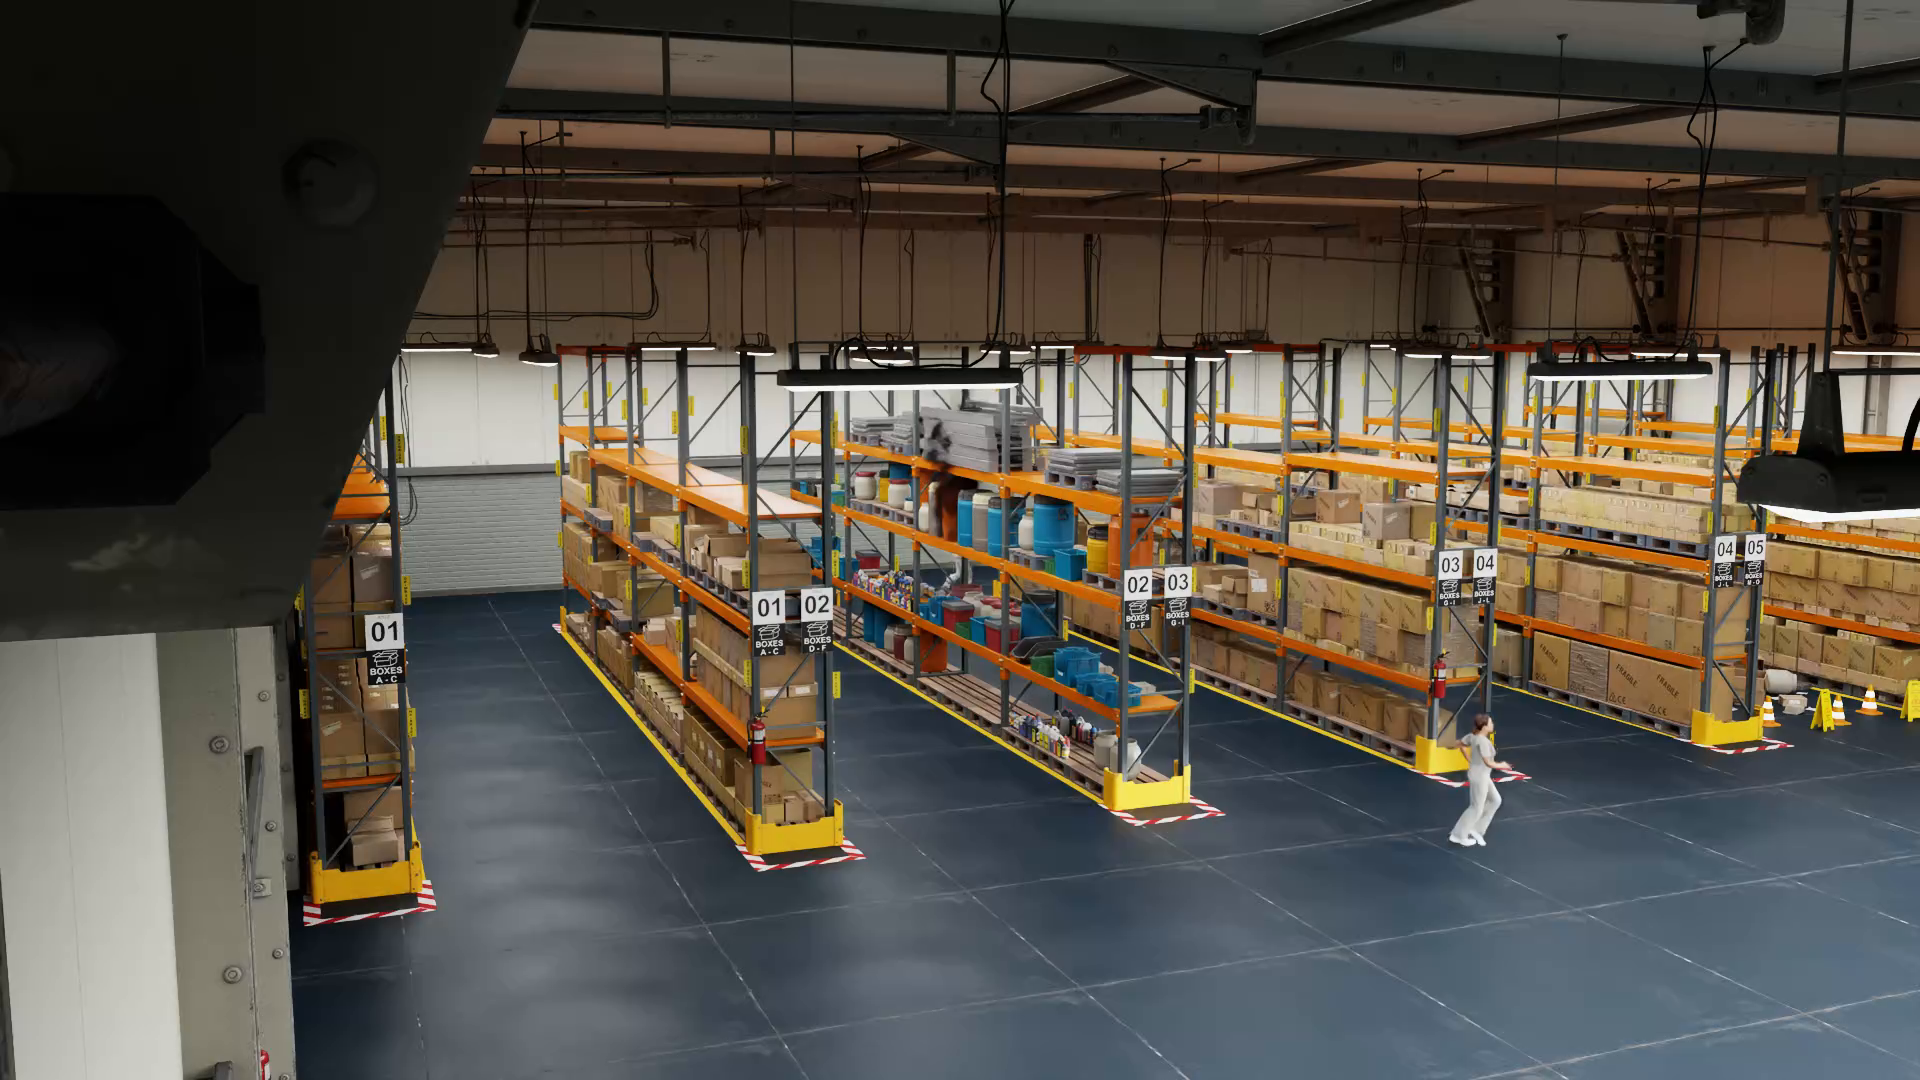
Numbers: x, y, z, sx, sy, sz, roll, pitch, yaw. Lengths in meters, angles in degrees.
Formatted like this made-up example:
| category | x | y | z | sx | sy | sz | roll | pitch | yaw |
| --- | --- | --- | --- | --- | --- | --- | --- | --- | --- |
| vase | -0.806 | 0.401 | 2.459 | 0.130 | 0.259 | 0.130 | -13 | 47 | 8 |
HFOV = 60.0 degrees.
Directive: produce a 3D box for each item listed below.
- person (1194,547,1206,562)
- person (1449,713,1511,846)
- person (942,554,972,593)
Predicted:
| category | x | y | z | sx | sy | sz | roll | pitch | yaw |
| --- | --- | --- | --- | --- | --- | --- | --- | --- | --- |
| person | 6.142 | 0.165 | 41.657 | 0.838 | 1.760 | 0.651 | 3 | 8 | 20 |
| person | 6.365 | 2.943 | 20.341 | 0.696 | 1.694 | 0.581 | 1 | 7 | 7 |
| person | 0.016 | 0.438 | 39.411 | 0.888 | 1.798 | 0.655 | -1 | 7 | -11 |
